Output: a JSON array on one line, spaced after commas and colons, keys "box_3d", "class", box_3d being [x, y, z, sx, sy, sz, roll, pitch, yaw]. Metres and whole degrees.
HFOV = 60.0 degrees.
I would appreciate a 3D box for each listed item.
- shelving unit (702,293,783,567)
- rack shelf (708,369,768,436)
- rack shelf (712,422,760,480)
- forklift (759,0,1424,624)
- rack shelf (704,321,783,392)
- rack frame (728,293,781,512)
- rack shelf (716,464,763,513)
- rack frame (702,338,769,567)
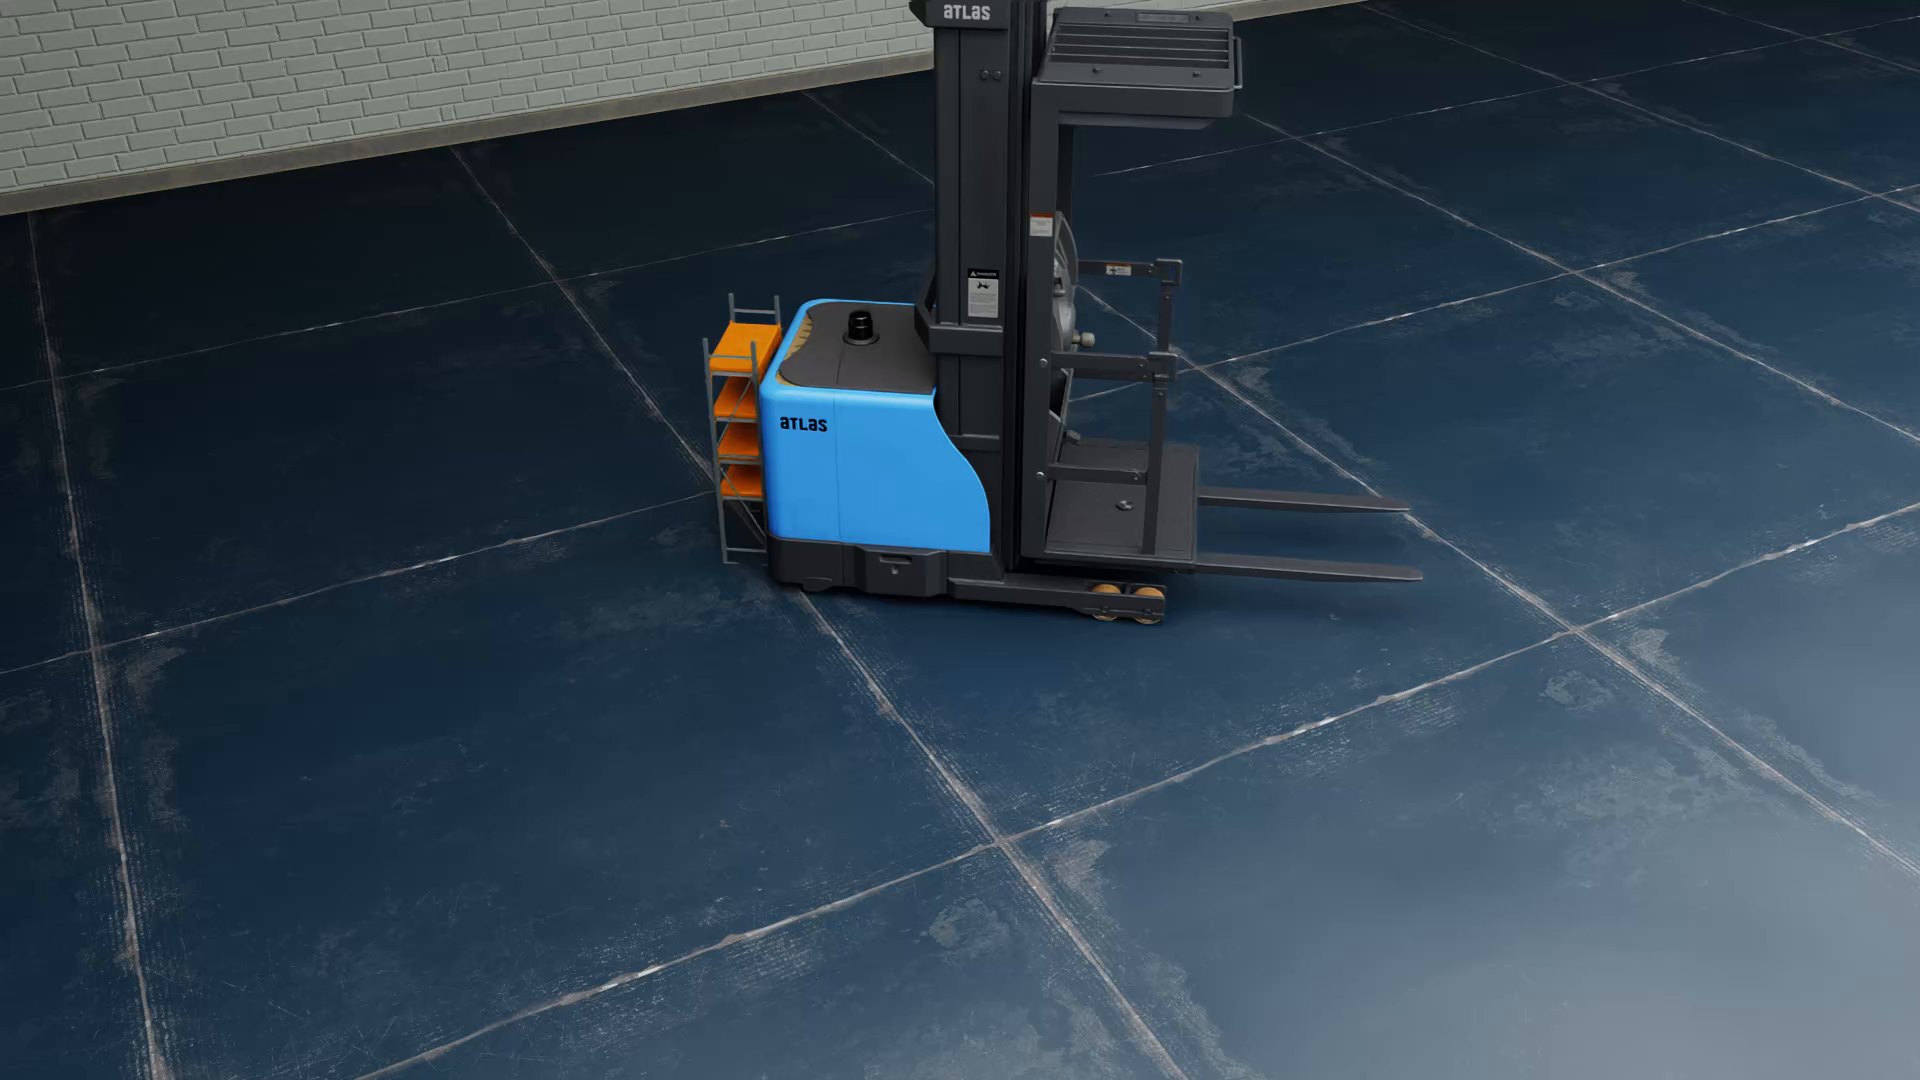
[{"box_3d": [-1.001, -0.517, 7.945, 0.258, 1.200, 0.503, 4, 33, 6], "class": "shelving unit"}, {"box_3d": [-1.001, -0.649, 7.861, 0.258, 0.148, 0.480, 4, 33, 6], "class": "rack shelf"}, {"box_3d": [-1.001, -0.461, 7.981, 0.258, 0.148, 0.480, 4, 33, 6], "class": "rack shelf"}, {"box_3d": [0.651, -1.155, 7.336, 3.031, 2.935, 1.130, 4, 33, 6], "class": "forklift"}, {"box_3d": [-1.001, -0.848, 7.733, 0.258, 0.148, 0.480, 4, 33, 6], "class": "rack shelf"}, {"box_3d": [-0.971, -0.648, 8.149, 0.240, 1.200, 0.015, 4, 33, 6], "class": "rack frame"}, {"box_3d": [-1.000, -0.293, 8.088, 0.258, 0.148, 0.480, 4, 33, 6], "class": "rack shelf"}, {"box_3d": [-1.030, -0.387, 7.741, 0.240, 1.200, 0.015, 4, 33, 6], "class": "rack frame"}]
